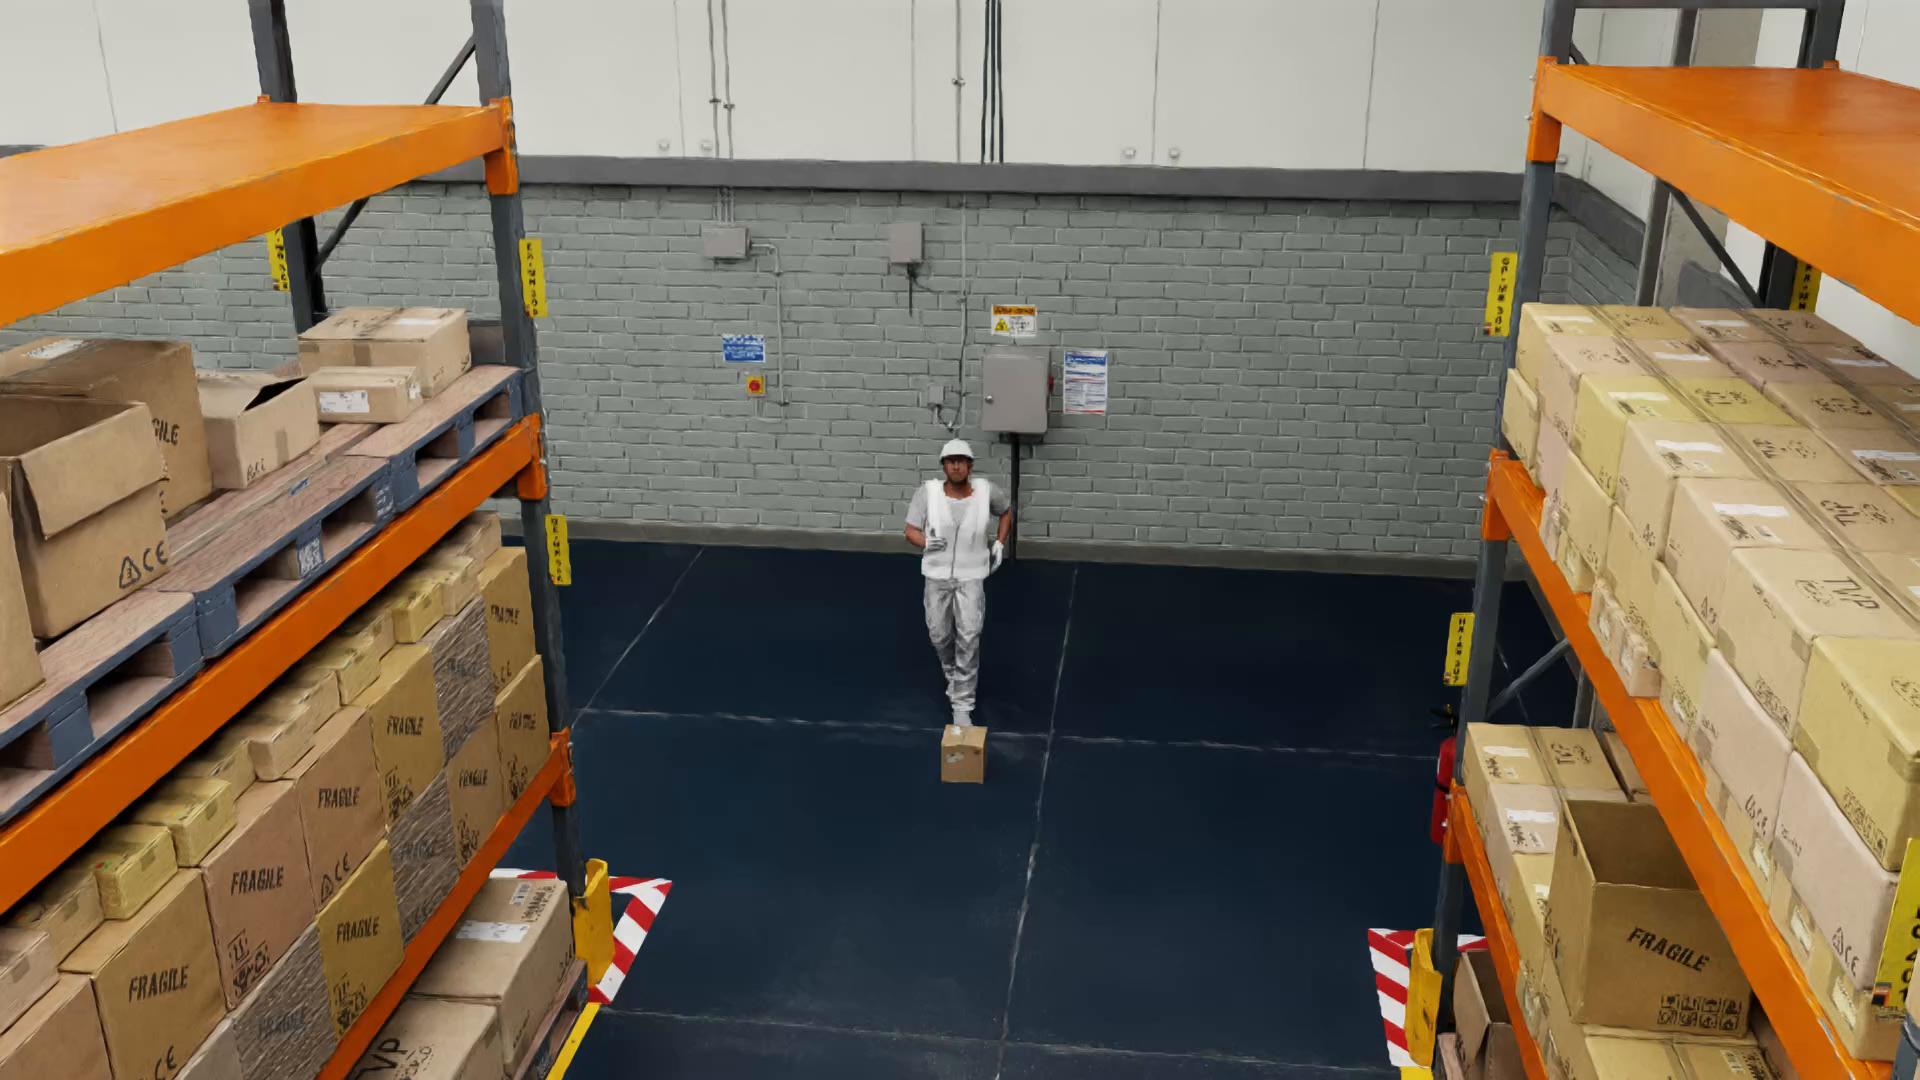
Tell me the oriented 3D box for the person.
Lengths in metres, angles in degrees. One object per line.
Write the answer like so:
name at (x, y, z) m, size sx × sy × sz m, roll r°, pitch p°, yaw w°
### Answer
person at (-0.035, 0.265, 10.397) m, size 0.642 × 1.769 × 0.835 m, roll 3°, pitch 21°, yaw 7°
